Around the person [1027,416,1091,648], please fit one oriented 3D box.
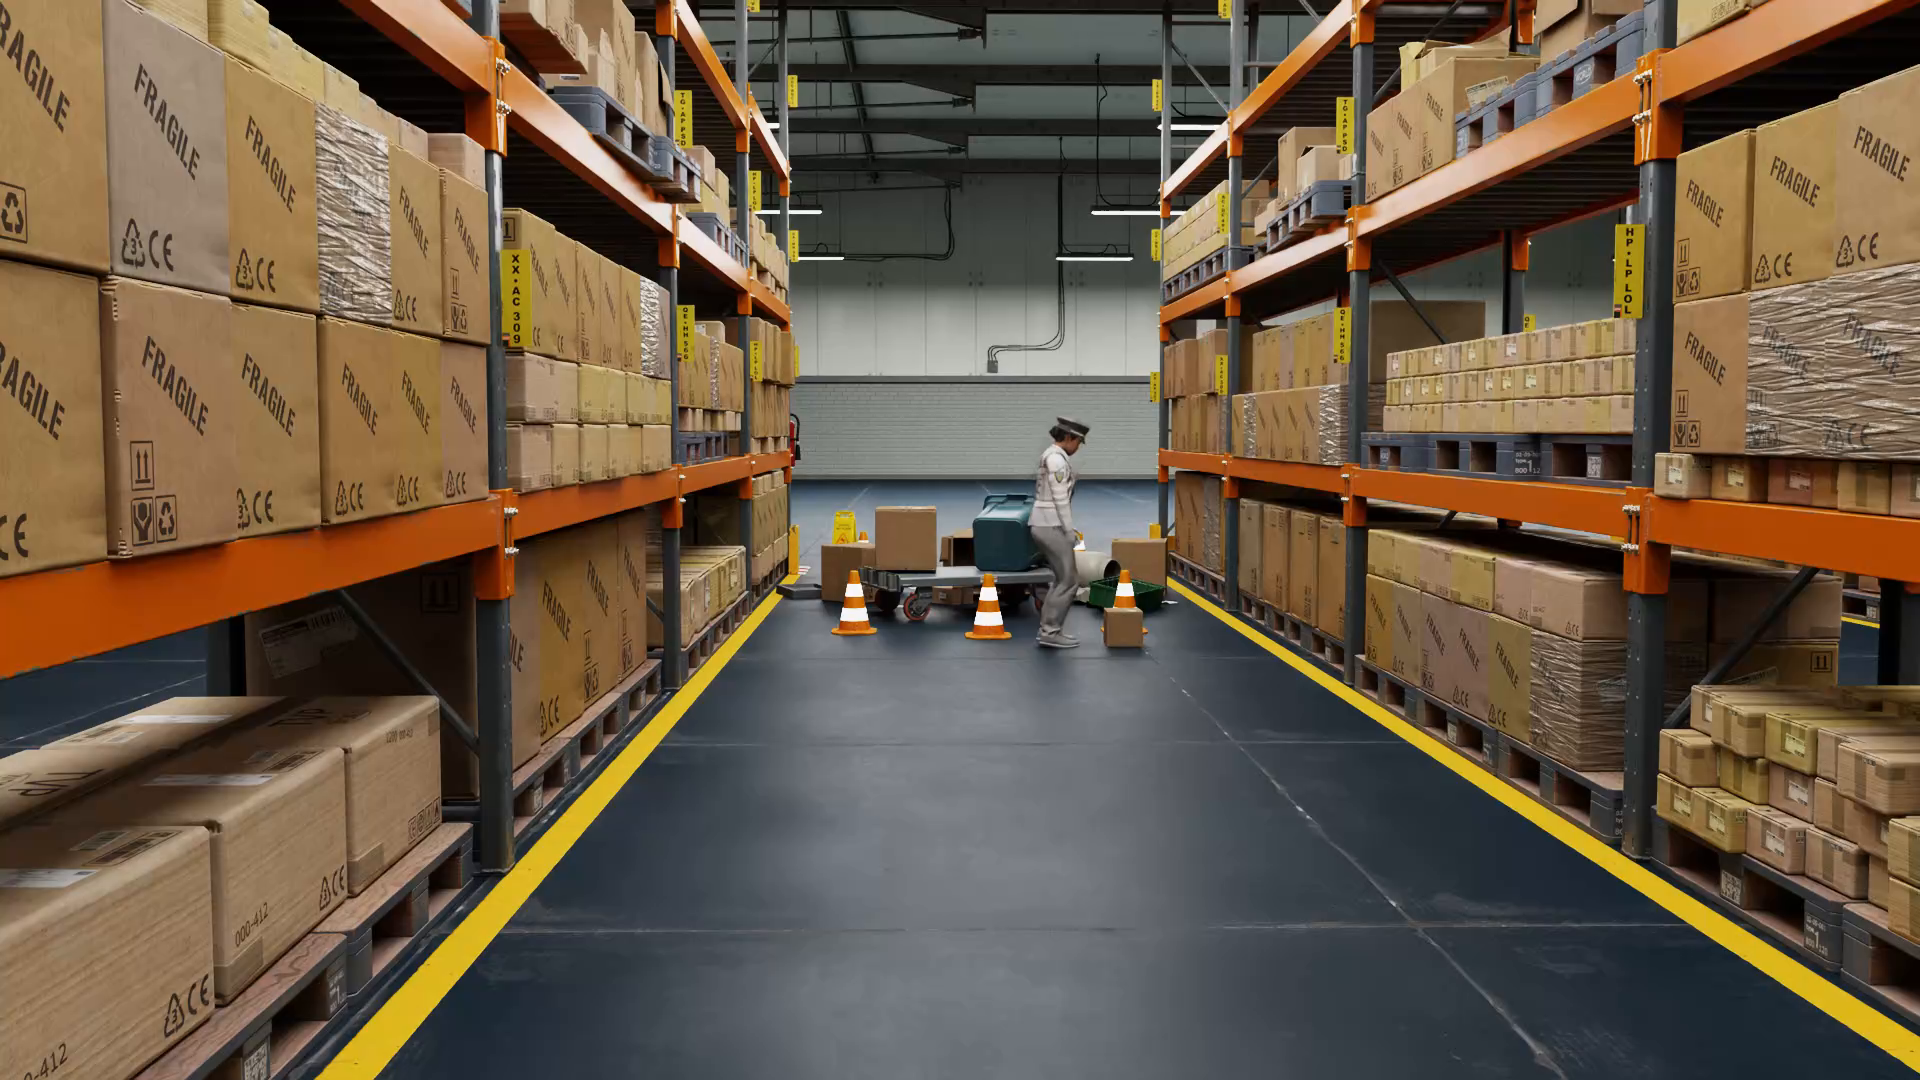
[{"bbox_3d":[0.701,-0.060,11.768,0.446,1.626,0.500,0,4,0],"label":"person"}]
